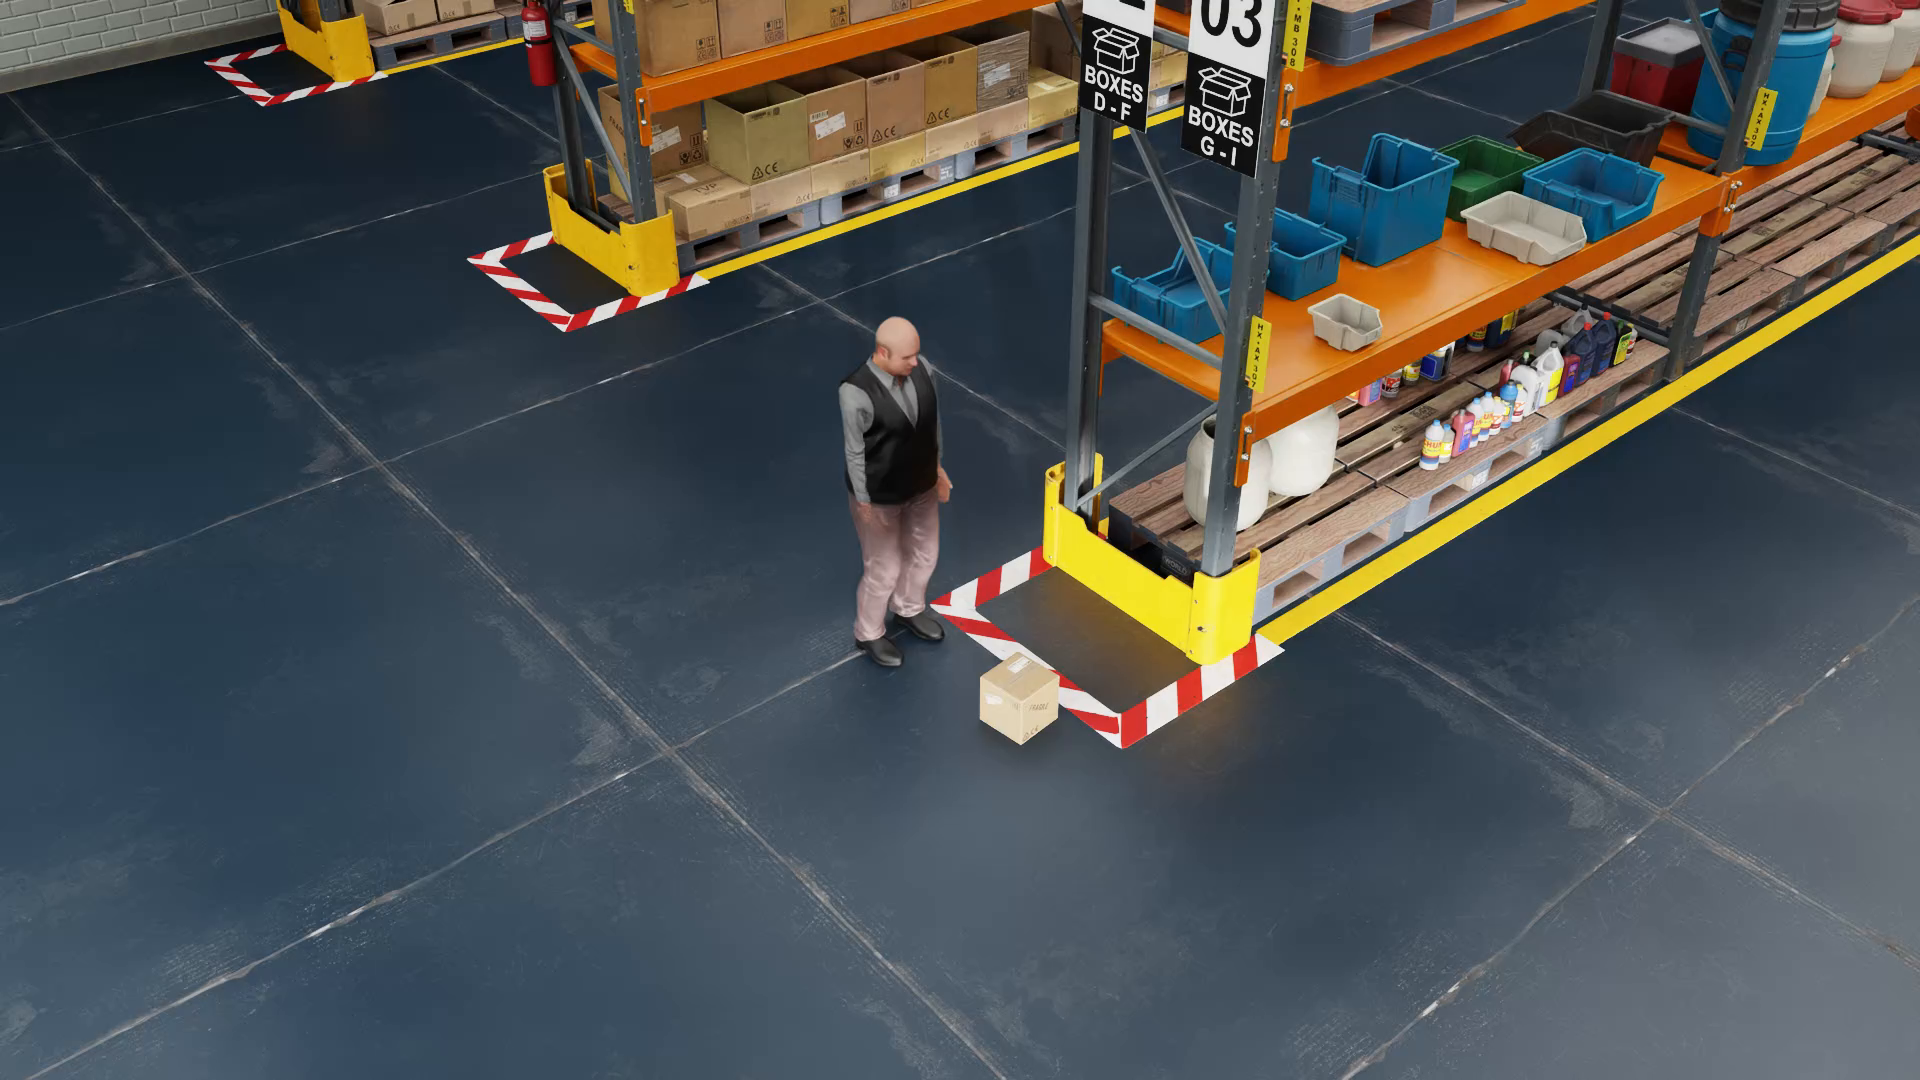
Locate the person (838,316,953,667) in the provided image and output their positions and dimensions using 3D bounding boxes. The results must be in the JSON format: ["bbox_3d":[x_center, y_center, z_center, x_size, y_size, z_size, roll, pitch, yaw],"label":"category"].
[{"bbox_3d":[-0.283,-0.237,7.444,0.352,1.711,0.536,30,45,34],"label":"person"}]
